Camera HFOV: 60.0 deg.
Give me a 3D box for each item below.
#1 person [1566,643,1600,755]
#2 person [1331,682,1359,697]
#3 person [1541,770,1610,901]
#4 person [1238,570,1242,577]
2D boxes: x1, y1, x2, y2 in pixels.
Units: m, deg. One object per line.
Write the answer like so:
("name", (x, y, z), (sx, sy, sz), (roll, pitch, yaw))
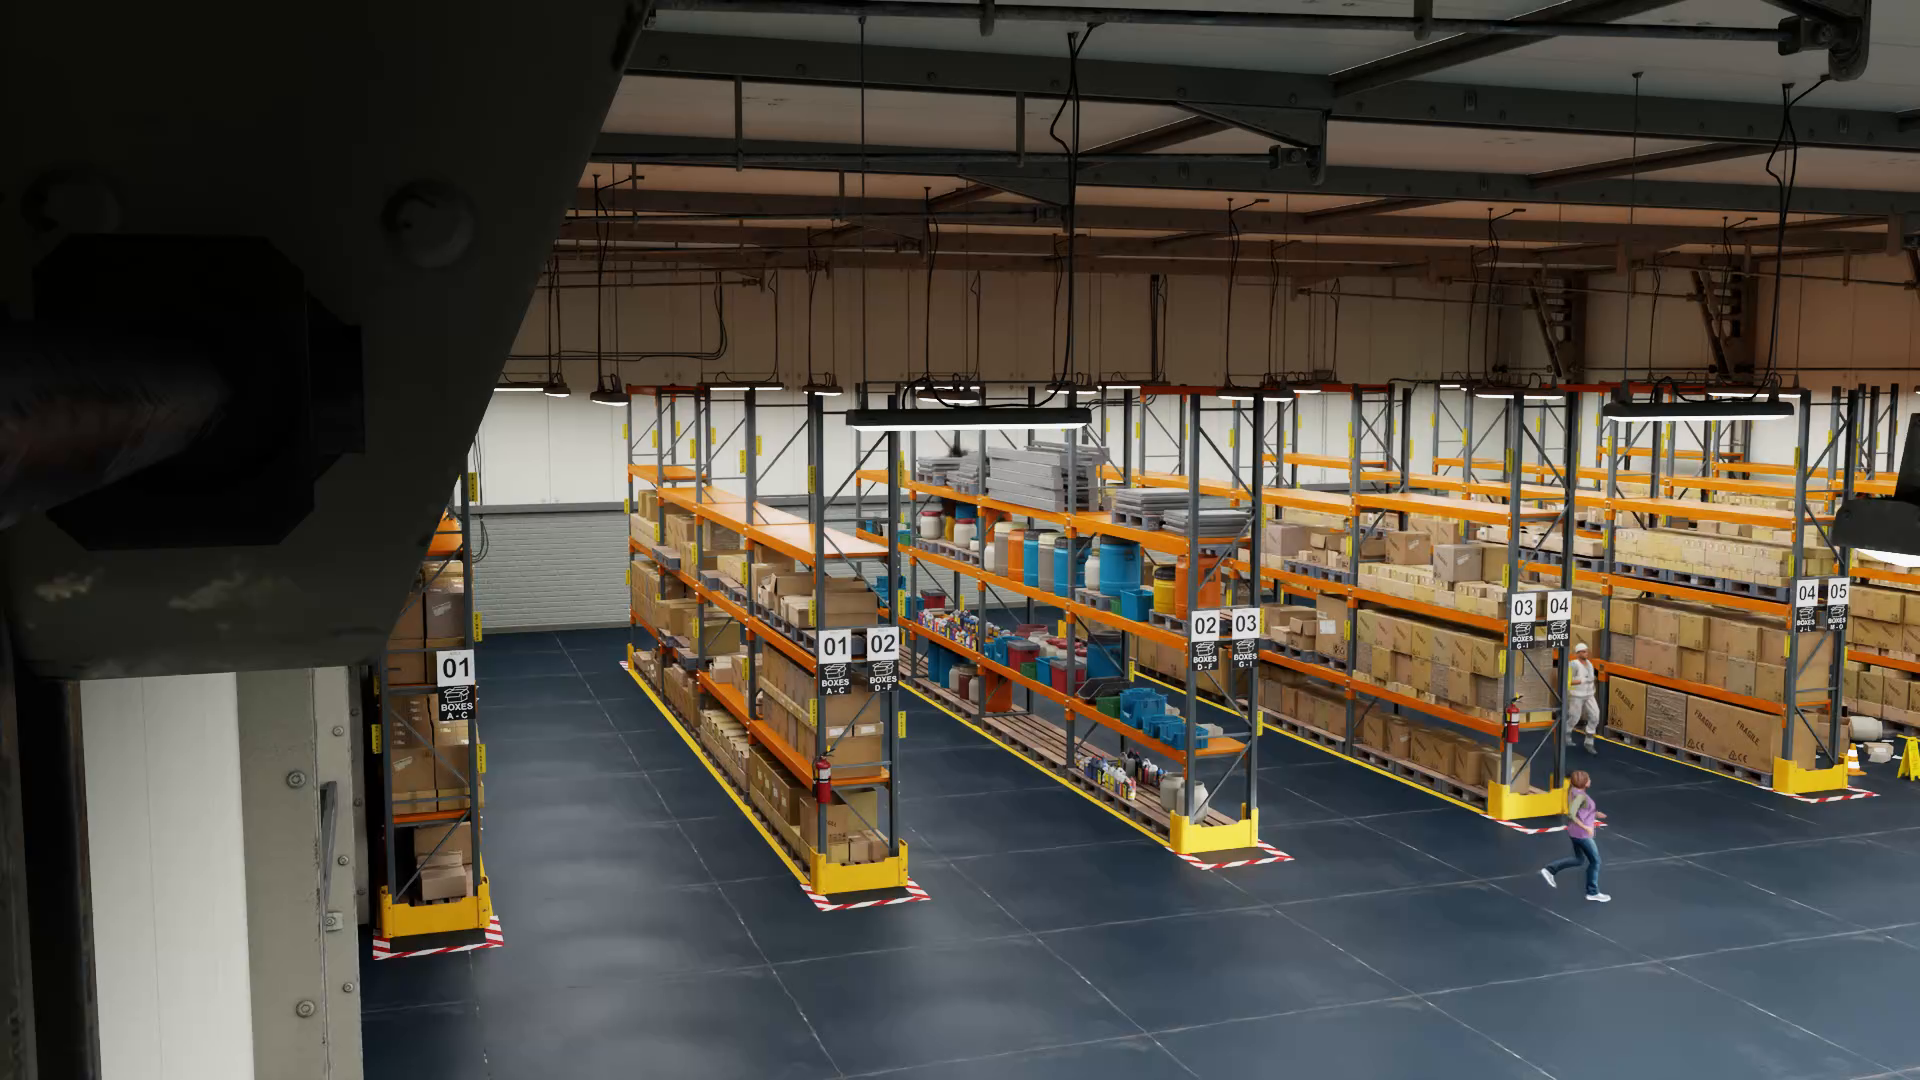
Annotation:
("person", (10.247, 2.611, 27.423), (0.637, 1.839, 0.753), (-2, 6, -19))
("person", (7.378, 2.229, 31.460), (0.699, 1.738, 0.748), (-3, 7, -27))
("person", (7.352, 3.507, 19.789), (0.792, 1.566, 0.548), (1, 6, 11))
("person", (6.342, 1.534, 38.242), (0.657, 1.725, 0.596), (-2, 6, -15))
